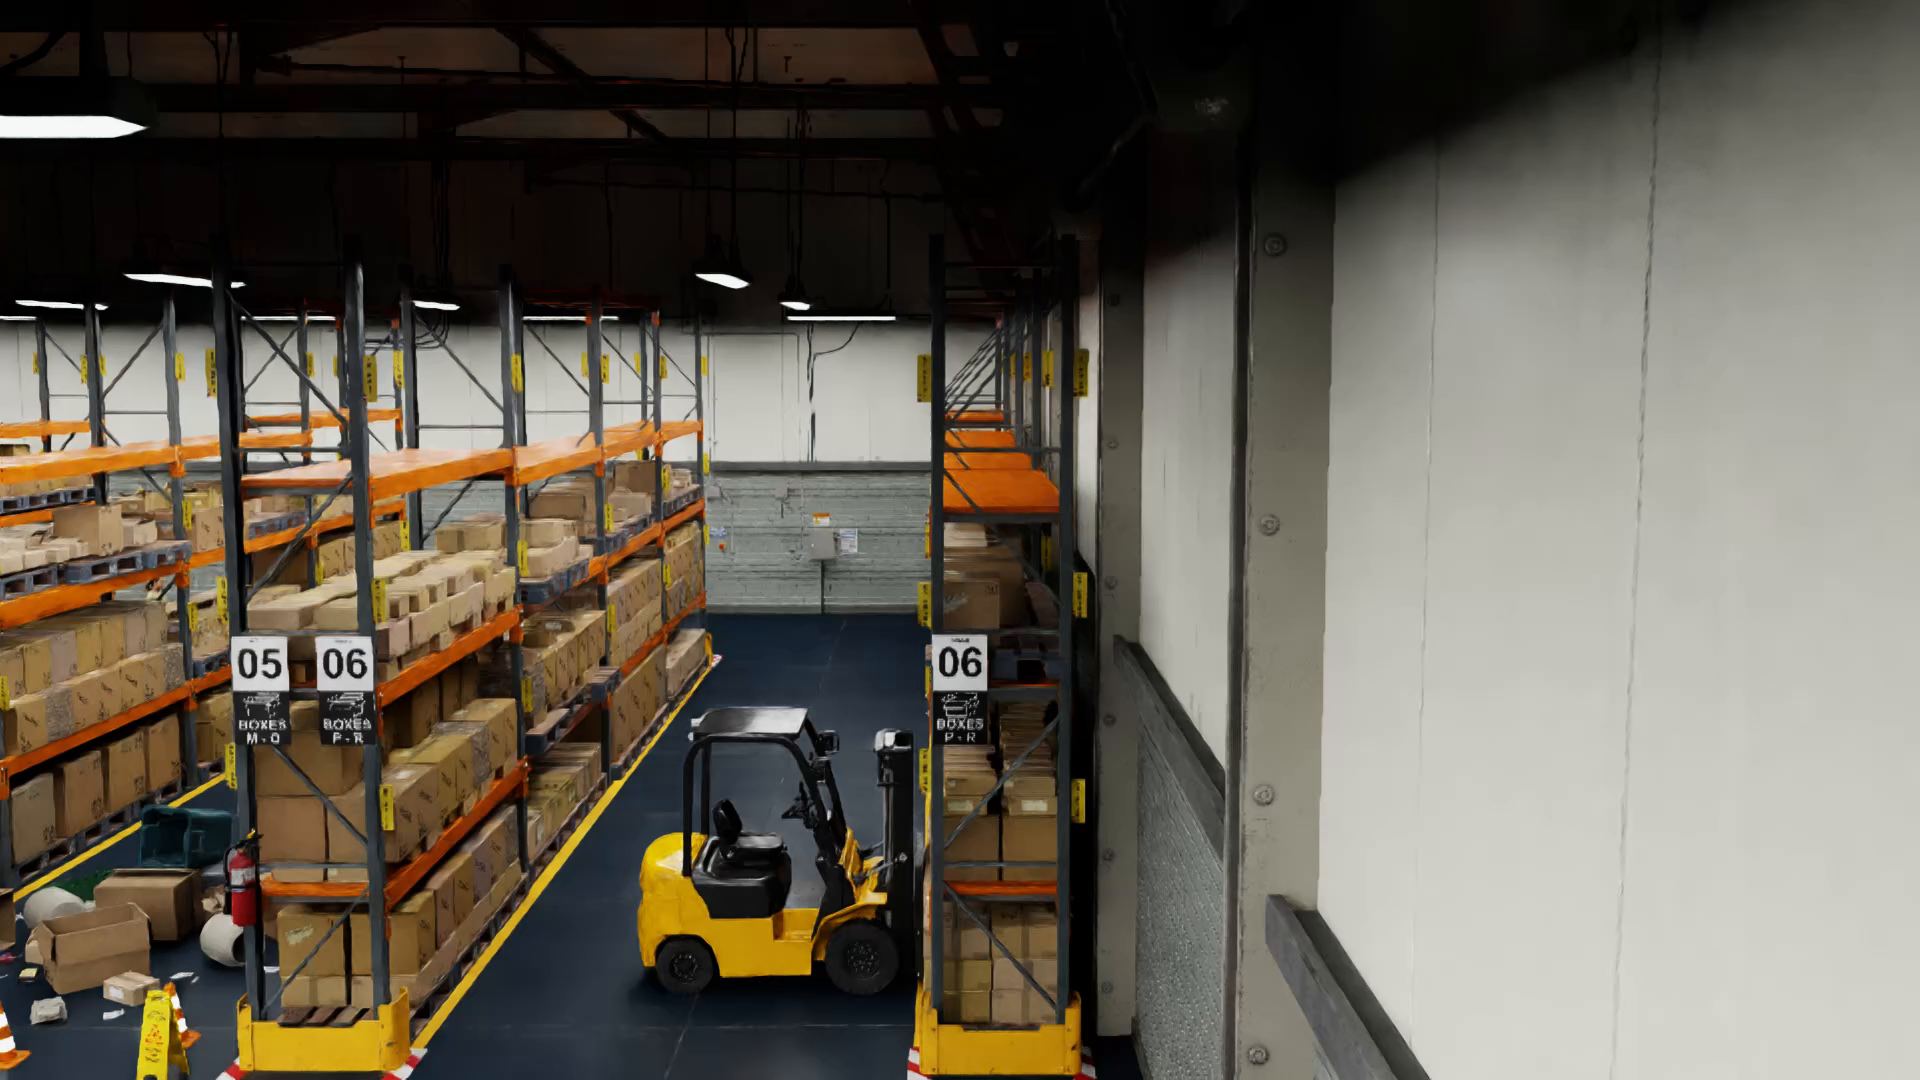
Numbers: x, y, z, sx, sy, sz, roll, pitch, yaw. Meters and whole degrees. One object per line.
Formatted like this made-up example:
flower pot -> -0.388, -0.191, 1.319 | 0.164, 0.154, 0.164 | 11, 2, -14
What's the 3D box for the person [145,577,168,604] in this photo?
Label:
person -> -12.855, 1.367, 26.683 | 0.382, 1.668, 0.595 | 0, 6, 0
